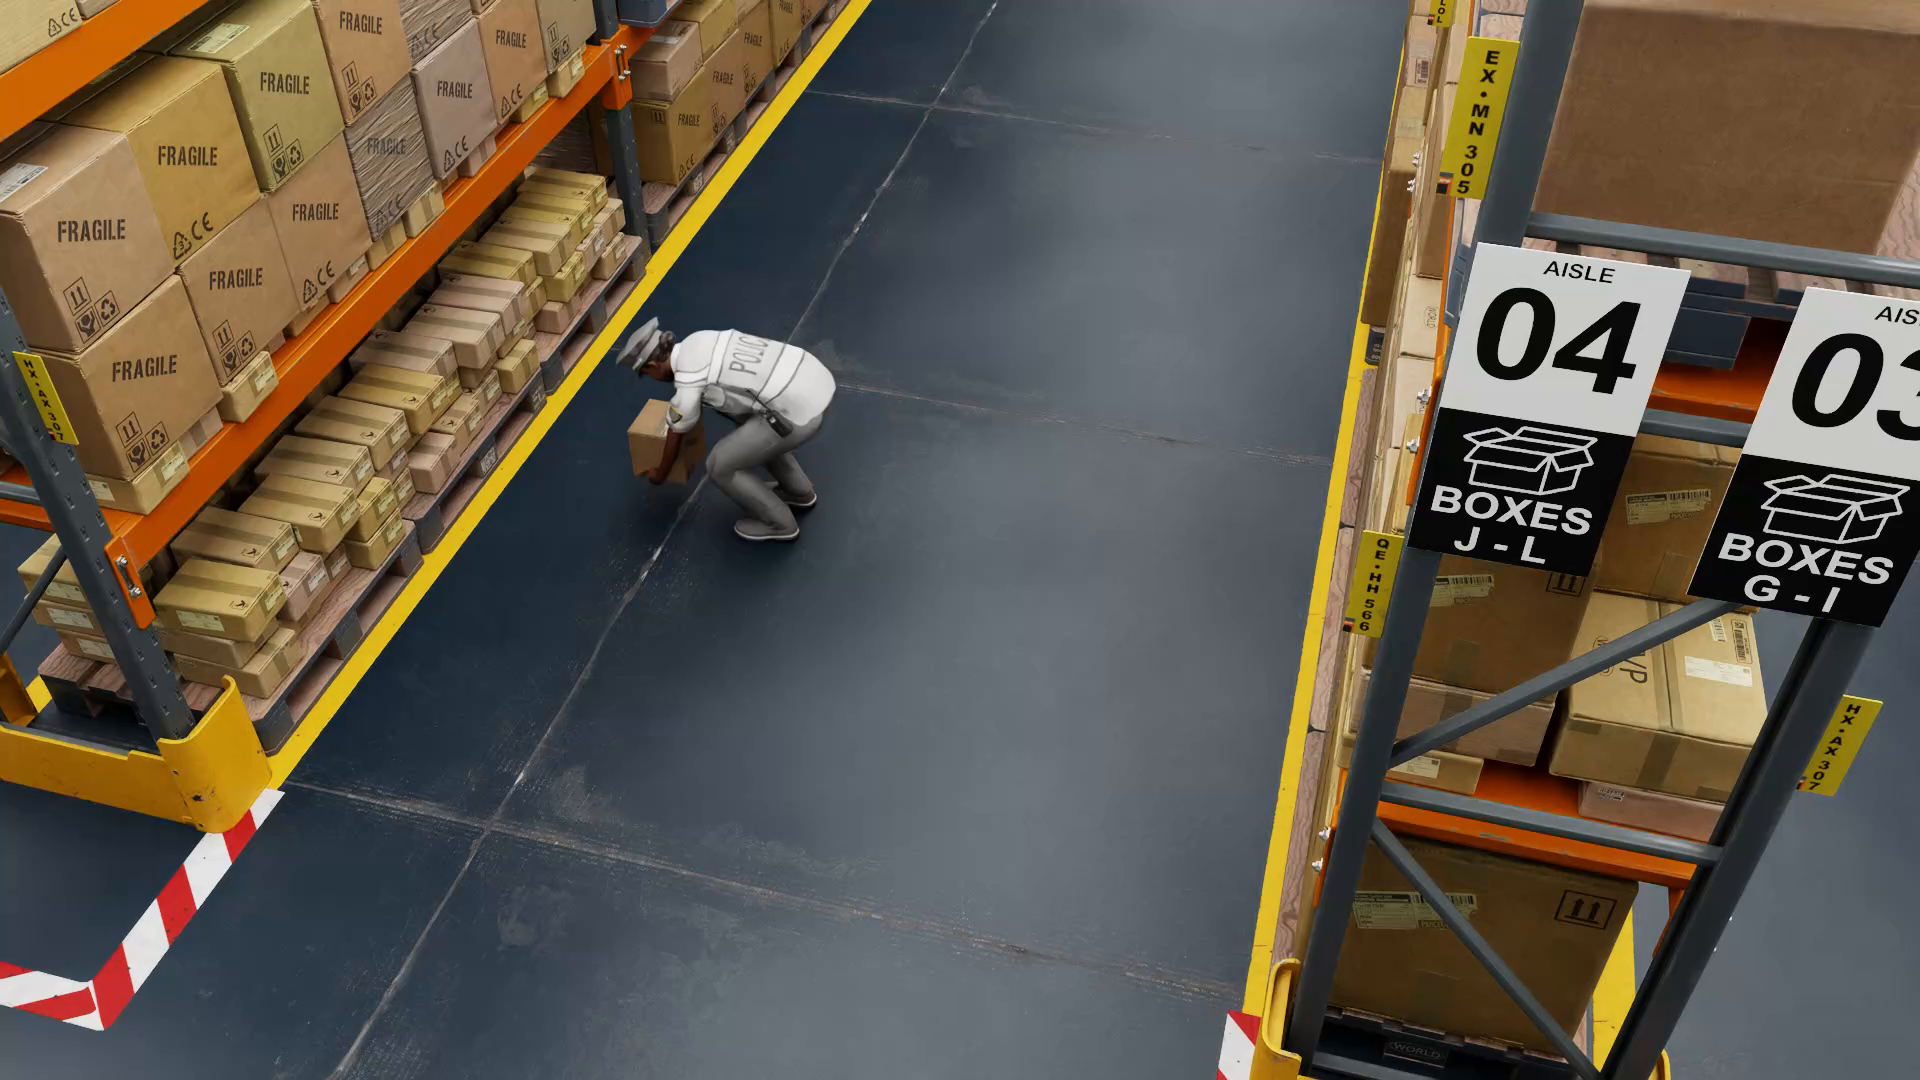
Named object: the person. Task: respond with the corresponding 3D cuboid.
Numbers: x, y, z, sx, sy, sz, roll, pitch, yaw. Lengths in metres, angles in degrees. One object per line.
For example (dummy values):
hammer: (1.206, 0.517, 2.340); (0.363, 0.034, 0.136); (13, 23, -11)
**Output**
person: (-0.998, -0.498, 7.241); (0.927, 0.989, 0.470); (8, 42, 9)
